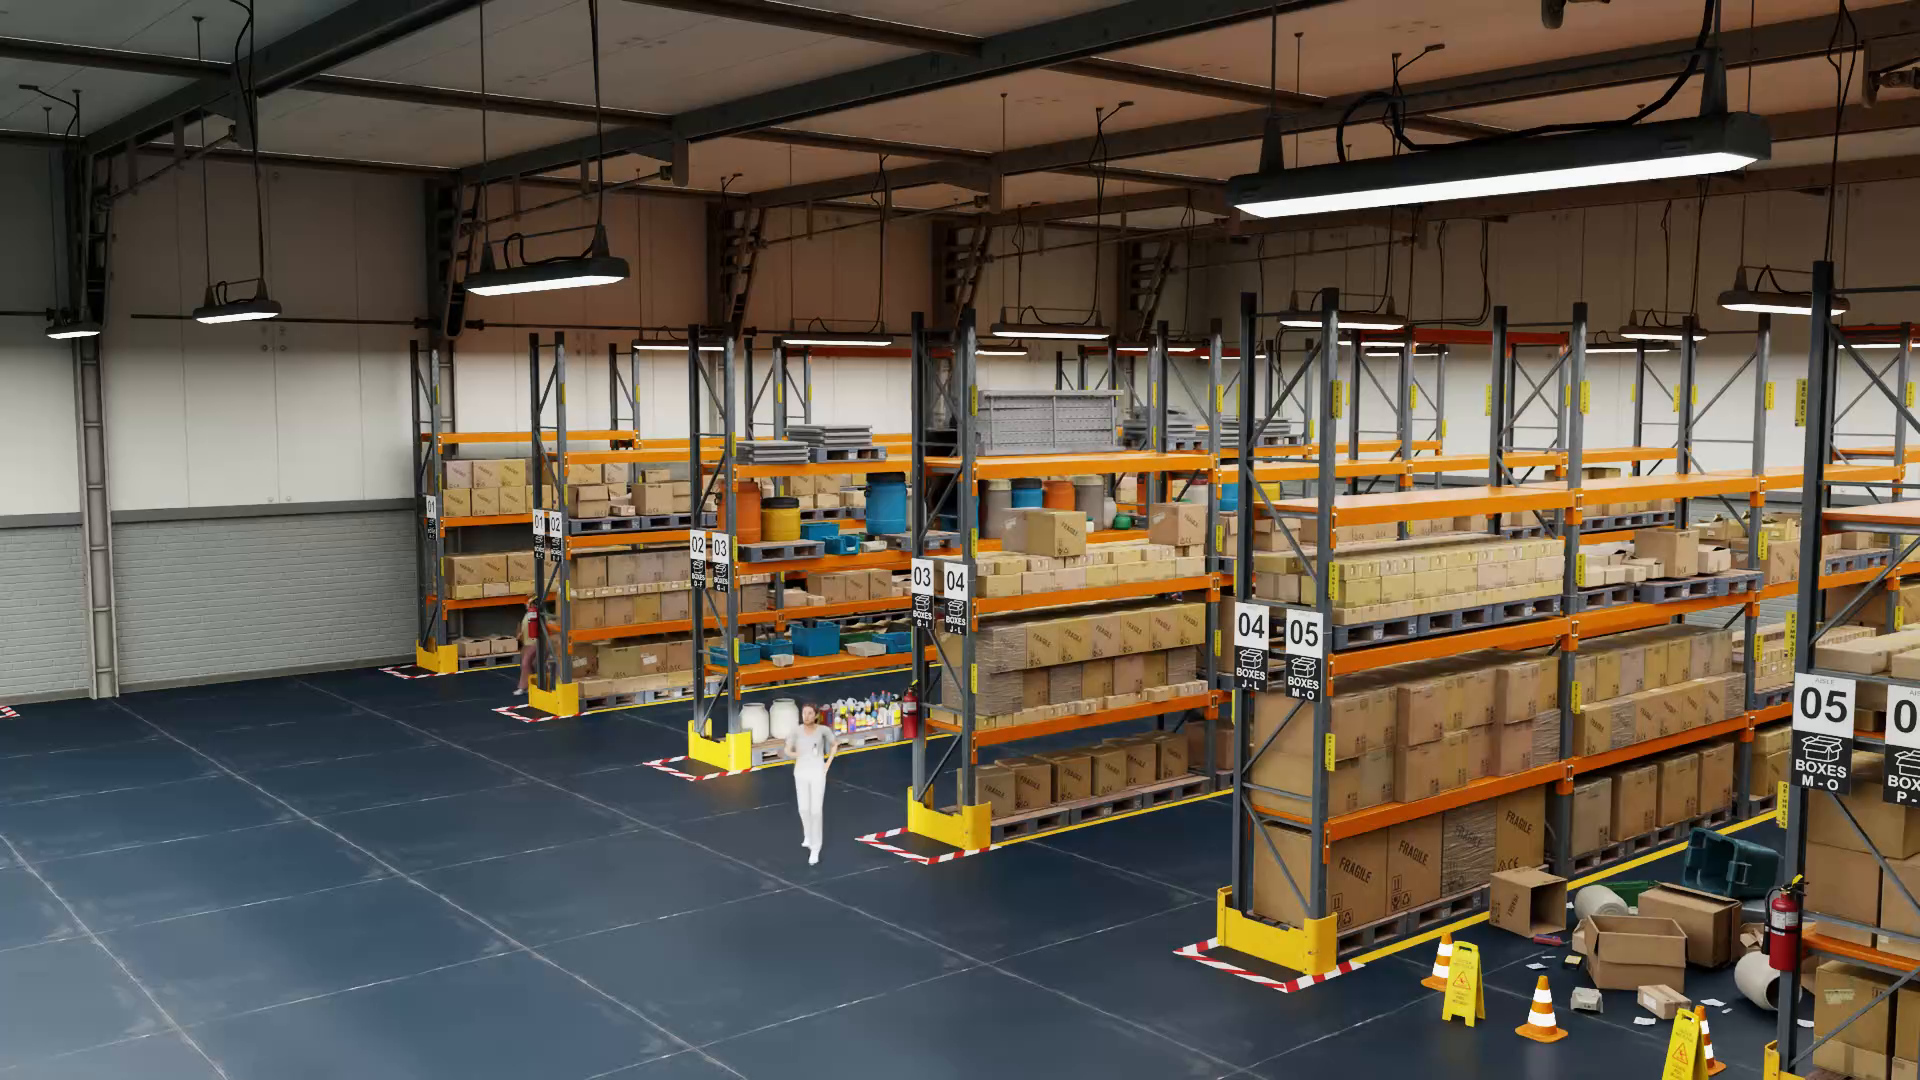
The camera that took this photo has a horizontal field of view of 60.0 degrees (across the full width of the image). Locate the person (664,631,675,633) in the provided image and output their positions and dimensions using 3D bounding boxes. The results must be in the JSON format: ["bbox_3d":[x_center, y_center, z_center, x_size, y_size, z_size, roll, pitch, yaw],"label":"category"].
[{"bbox_3d":[-5.194,1.494,29.764,0.665,1.752,1.010,5,7,44],"label":"person"}]

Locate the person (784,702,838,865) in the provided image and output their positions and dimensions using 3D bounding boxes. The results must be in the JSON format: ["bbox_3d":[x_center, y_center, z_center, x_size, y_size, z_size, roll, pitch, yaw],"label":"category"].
[{"bbox_3d":[-1.655,2.640,18.300,0.565,1.736,0.757,1,5,9],"label":"person"}]

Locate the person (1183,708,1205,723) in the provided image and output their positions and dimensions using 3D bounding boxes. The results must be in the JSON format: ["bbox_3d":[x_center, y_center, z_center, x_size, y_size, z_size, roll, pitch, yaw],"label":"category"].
[{"bbox_3d":[3.366,2.135,24.105,0.540,1.623,0.585,-5,7,-41],"label":"person"}]

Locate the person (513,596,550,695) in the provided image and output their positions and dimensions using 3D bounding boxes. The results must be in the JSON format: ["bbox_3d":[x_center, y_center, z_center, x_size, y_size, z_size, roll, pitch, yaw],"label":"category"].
[{"bbox_3d":[-7.157,1.766,28.058,0.605,1.653,0.819,4,6,35],"label":"person"}]
